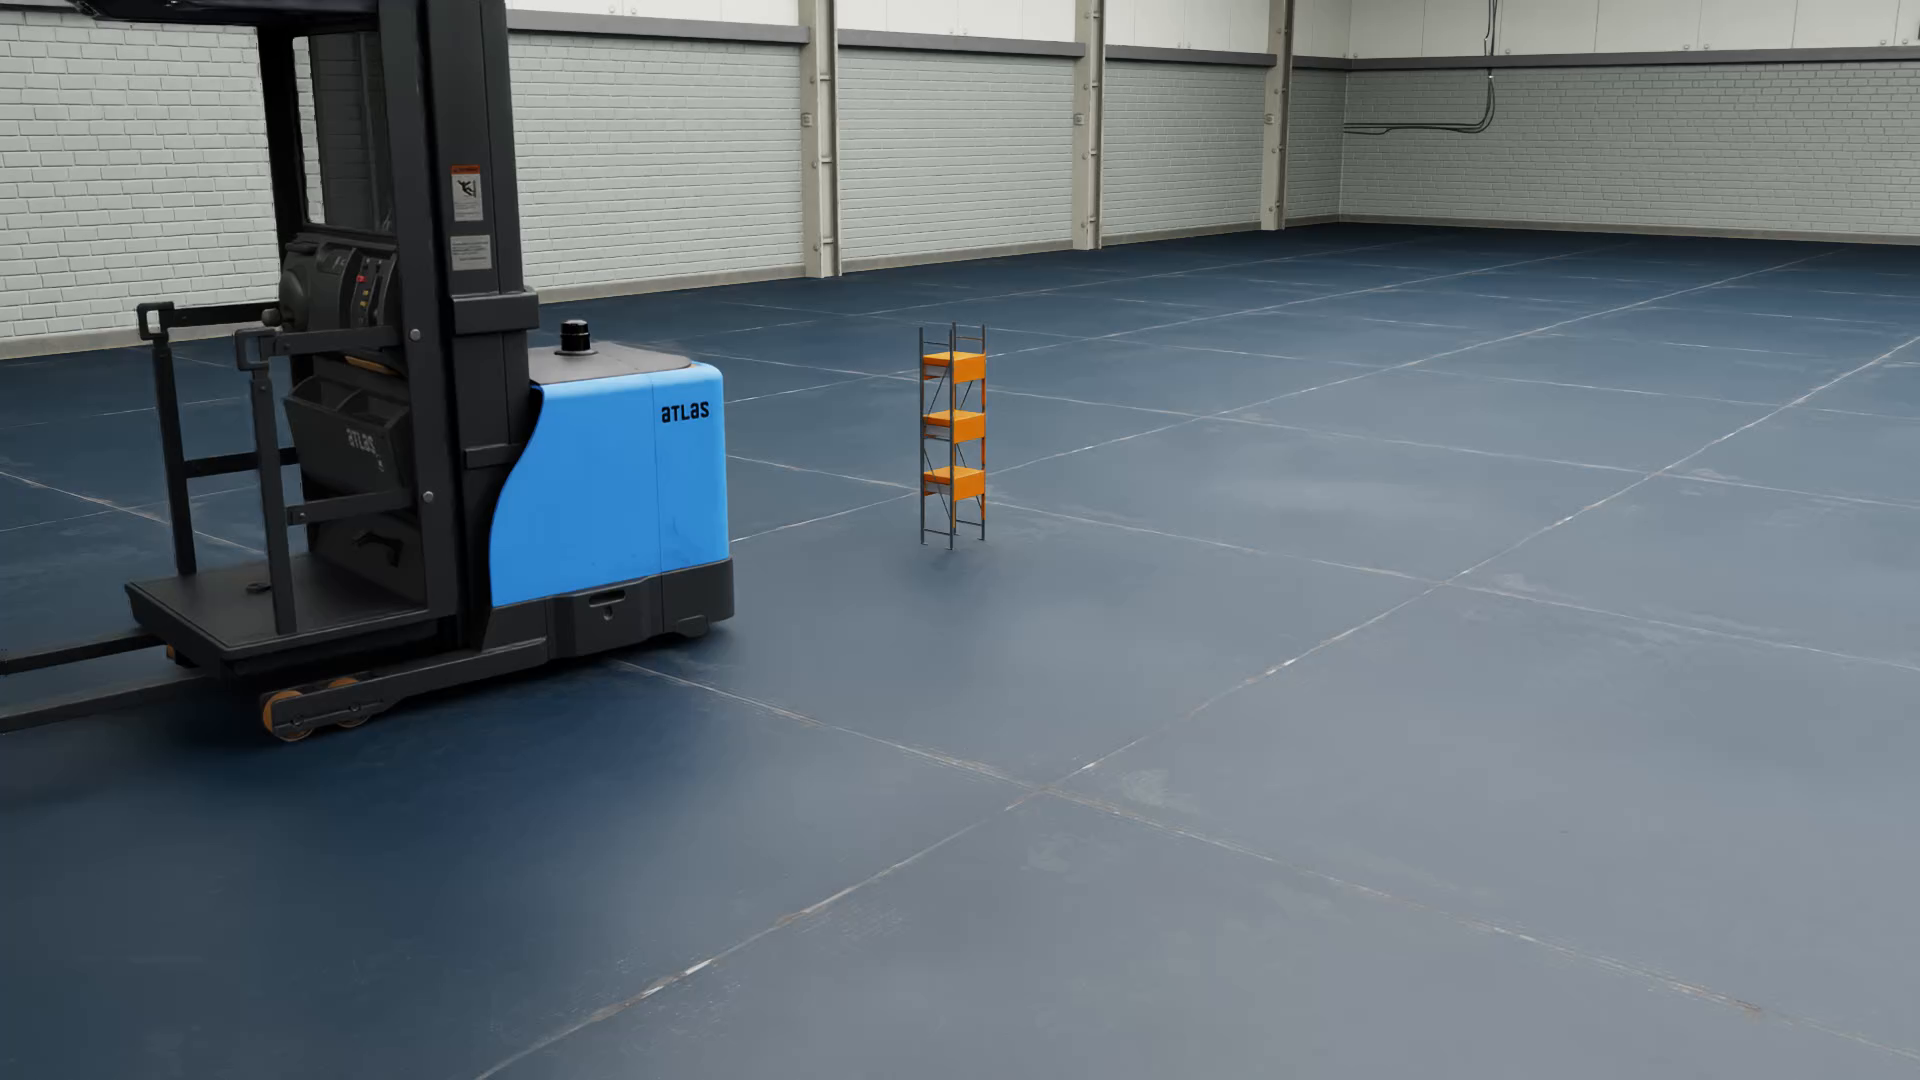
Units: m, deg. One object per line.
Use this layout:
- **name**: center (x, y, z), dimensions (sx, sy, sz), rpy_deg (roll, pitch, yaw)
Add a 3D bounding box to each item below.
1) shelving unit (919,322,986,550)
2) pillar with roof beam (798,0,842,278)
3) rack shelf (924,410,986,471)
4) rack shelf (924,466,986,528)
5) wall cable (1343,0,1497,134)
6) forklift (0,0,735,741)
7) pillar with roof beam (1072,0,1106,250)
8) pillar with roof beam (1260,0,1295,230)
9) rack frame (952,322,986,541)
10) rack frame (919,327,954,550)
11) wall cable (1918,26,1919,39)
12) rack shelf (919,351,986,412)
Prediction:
- **shelving unit**: center (-0.034, -0.499, 7.953), dimensions (0.215, 1.050, 0.252), rpy_deg (11, 18, 38)
- **pillar with roof beam**: center (1.564, -7.132, 17.920), dimensions (9.100, 9.000, 0.400), rpy_deg (11, 18, 38)
- **rack shelf**: center (-0.034, -0.488, 7.956), dimensions (0.215, 0.259, 0.240), rpy_deg (11, 18, 38)
- **rack shelf**: center (-0.034, -0.219, 8.024), dimensions (0.215, 0.259, 0.240), rpy_deg (11, 18, 38)
- **wall cable**: center (8.638, -8.951, 31.386), dimensions (3.097, 2.526, 0.112), rpy_deg (11, 18, 38)
- **forklift**: center (-2.339, -0.899, 5.709), dimensions (3.031, 2.935, 1.130), rpy_deg (-12, 19, -40)
- **pillar with roof beam**: center (5.335, -8.281, 22.443), dimensions (9.100, 9.000, 0.400), rpy_deg (11, 18, 38)
- **pillar with roof beam**: center (9.106, -9.430, 26.966), dimensions (9.100, 9.000, 0.400), rpy_deg (11, 18, 38)
- **rack frame**: center (0.043, -0.522, 8.045), dimensions (0.200, 1.050, 0.008), rpy_deg (11, 18, 38)
- **rack frame**: center (-0.110, -0.475, 7.861), dimensions (0.200, 1.050, 0.008), rpy_deg (11, 18, 38)
- **wall cable**: center (16.012, -10.632, 24.790), dimensions (2.305, 6.003, 0.169), rpy_deg (11, 18, 38)
- **rack shelf**: center (-0.034, -0.763, 7.886), dimensions (0.215, 0.259, 0.240), rpy_deg (11, 18, 38)
